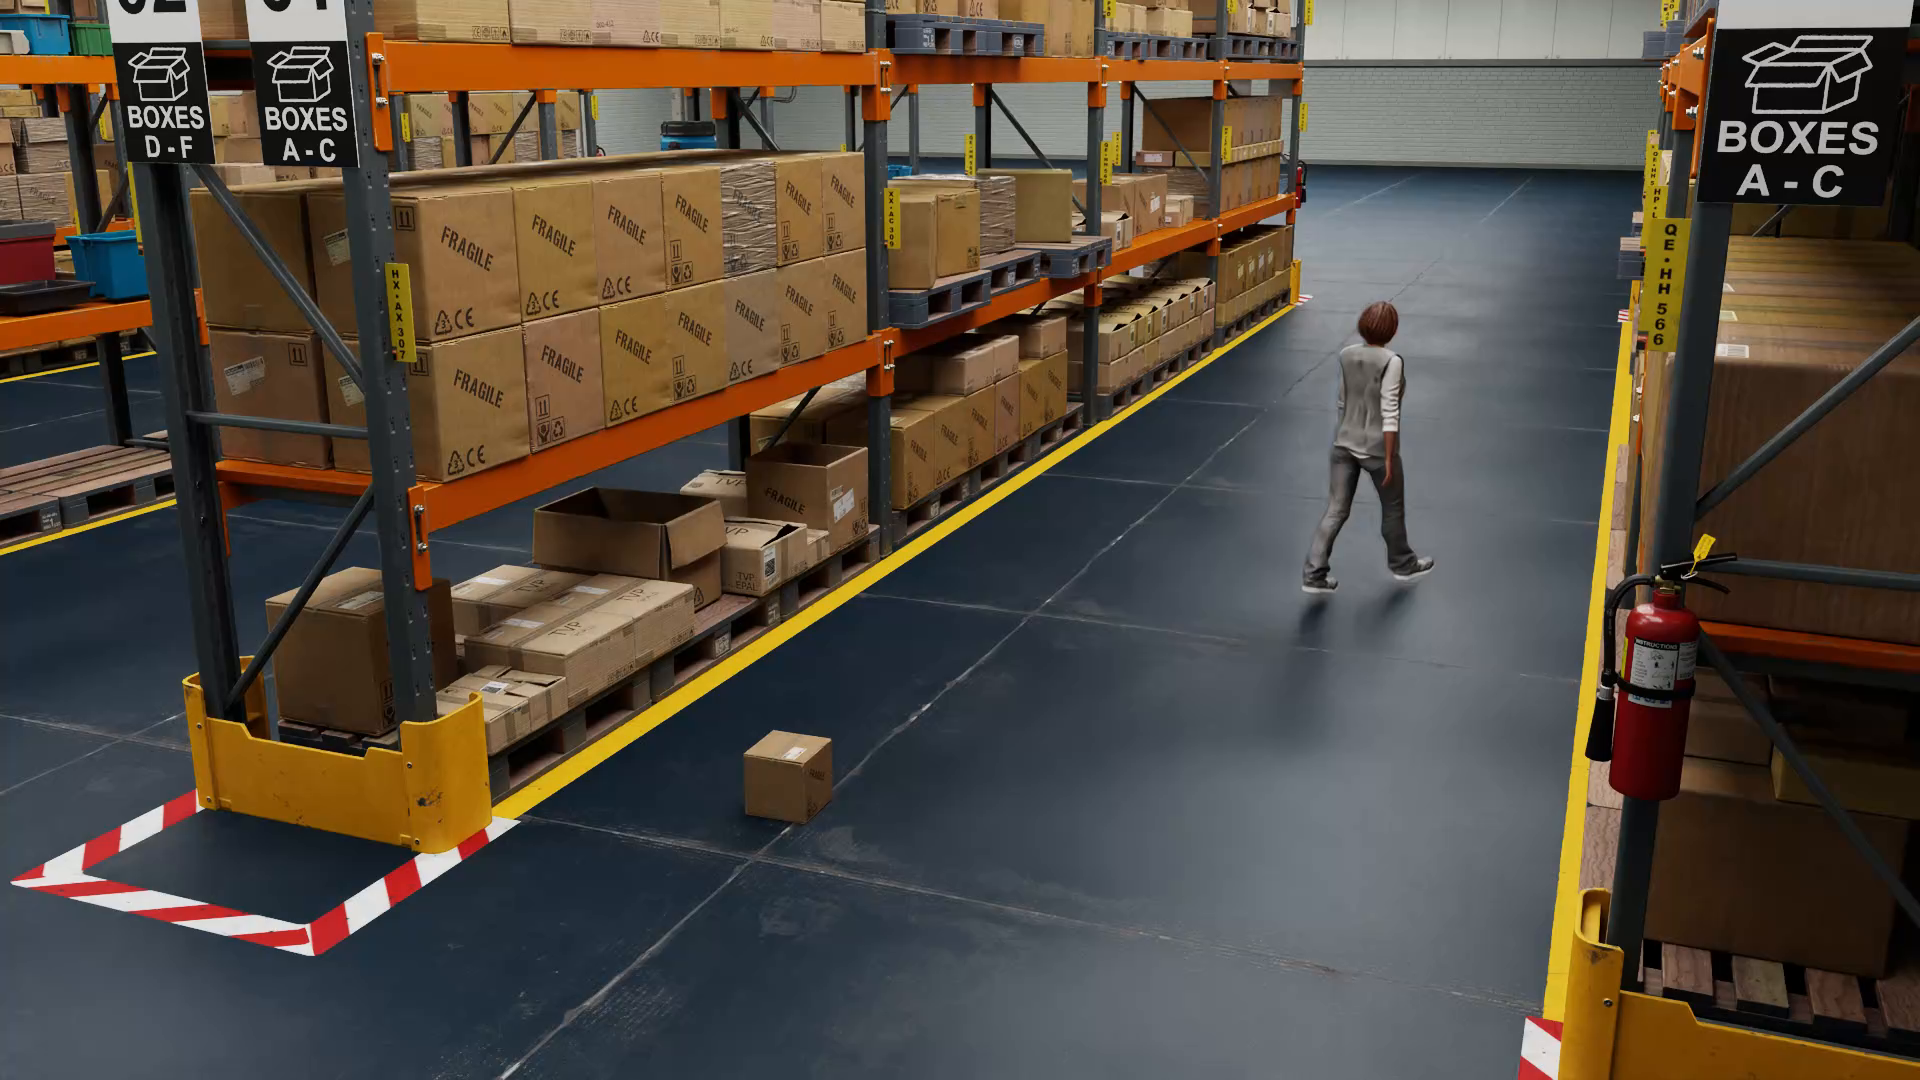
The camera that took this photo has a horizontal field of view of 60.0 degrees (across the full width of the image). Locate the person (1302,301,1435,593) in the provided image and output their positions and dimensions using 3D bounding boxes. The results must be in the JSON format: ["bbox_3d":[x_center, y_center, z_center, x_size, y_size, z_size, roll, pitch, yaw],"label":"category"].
[{"bbox_3d":[2.178,-0.499,8.784,0.938,1.539,0.453,-14,21,-41],"label":"person"}]
